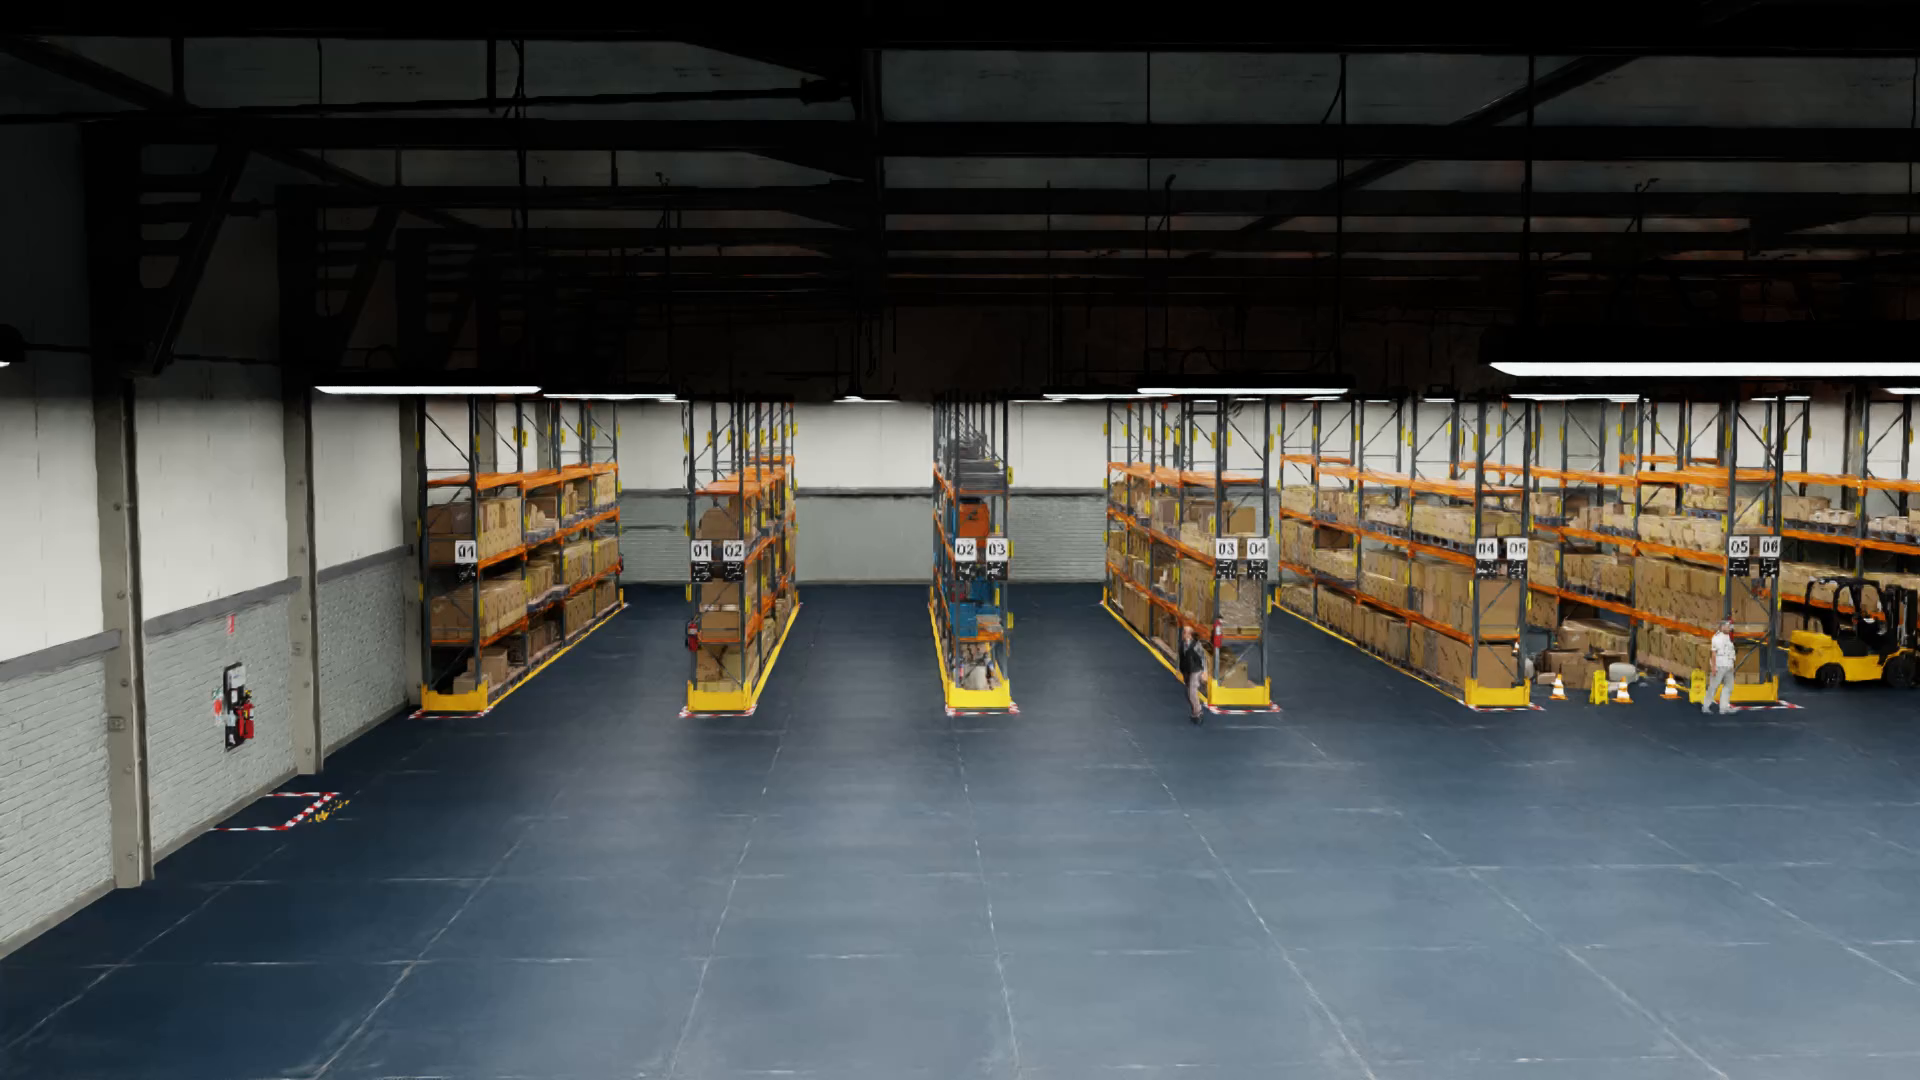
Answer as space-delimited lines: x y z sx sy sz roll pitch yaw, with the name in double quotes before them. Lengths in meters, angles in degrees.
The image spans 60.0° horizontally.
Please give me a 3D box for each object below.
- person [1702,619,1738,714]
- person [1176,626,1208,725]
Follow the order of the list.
"person" 14.067 2.344 30.795 0.644 1.756 0.493 -4 6 -42
"person" 4.215 2.417 30.078 0.501 1.731 0.639 -4 6 -39
